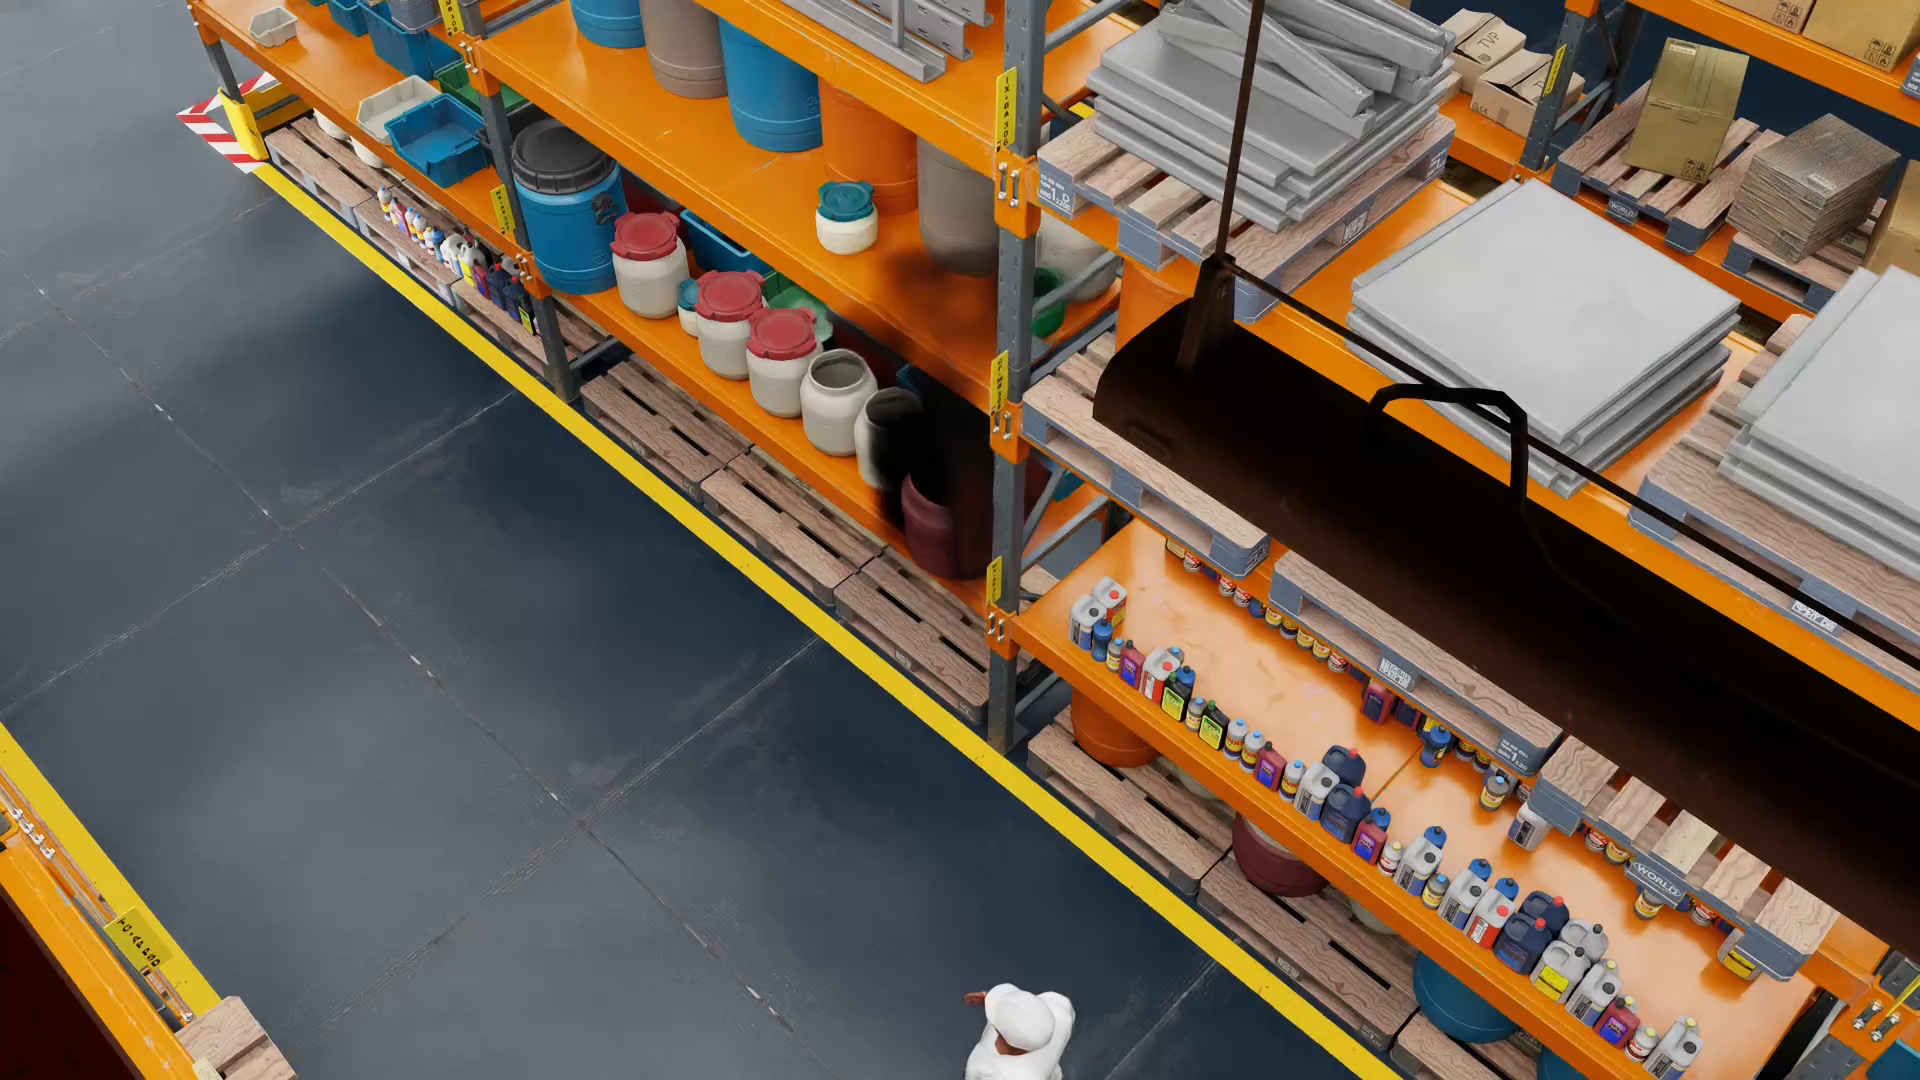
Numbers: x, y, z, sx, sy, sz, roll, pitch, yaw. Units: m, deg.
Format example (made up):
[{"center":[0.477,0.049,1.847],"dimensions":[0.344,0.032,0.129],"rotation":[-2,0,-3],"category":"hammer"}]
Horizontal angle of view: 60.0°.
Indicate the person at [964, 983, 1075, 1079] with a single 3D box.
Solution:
[{"center":[0.215,2.309,6.920],"dimensions":[0.901,1.802,0.701],"rotation":[27,55,21],"category":"person"}]
